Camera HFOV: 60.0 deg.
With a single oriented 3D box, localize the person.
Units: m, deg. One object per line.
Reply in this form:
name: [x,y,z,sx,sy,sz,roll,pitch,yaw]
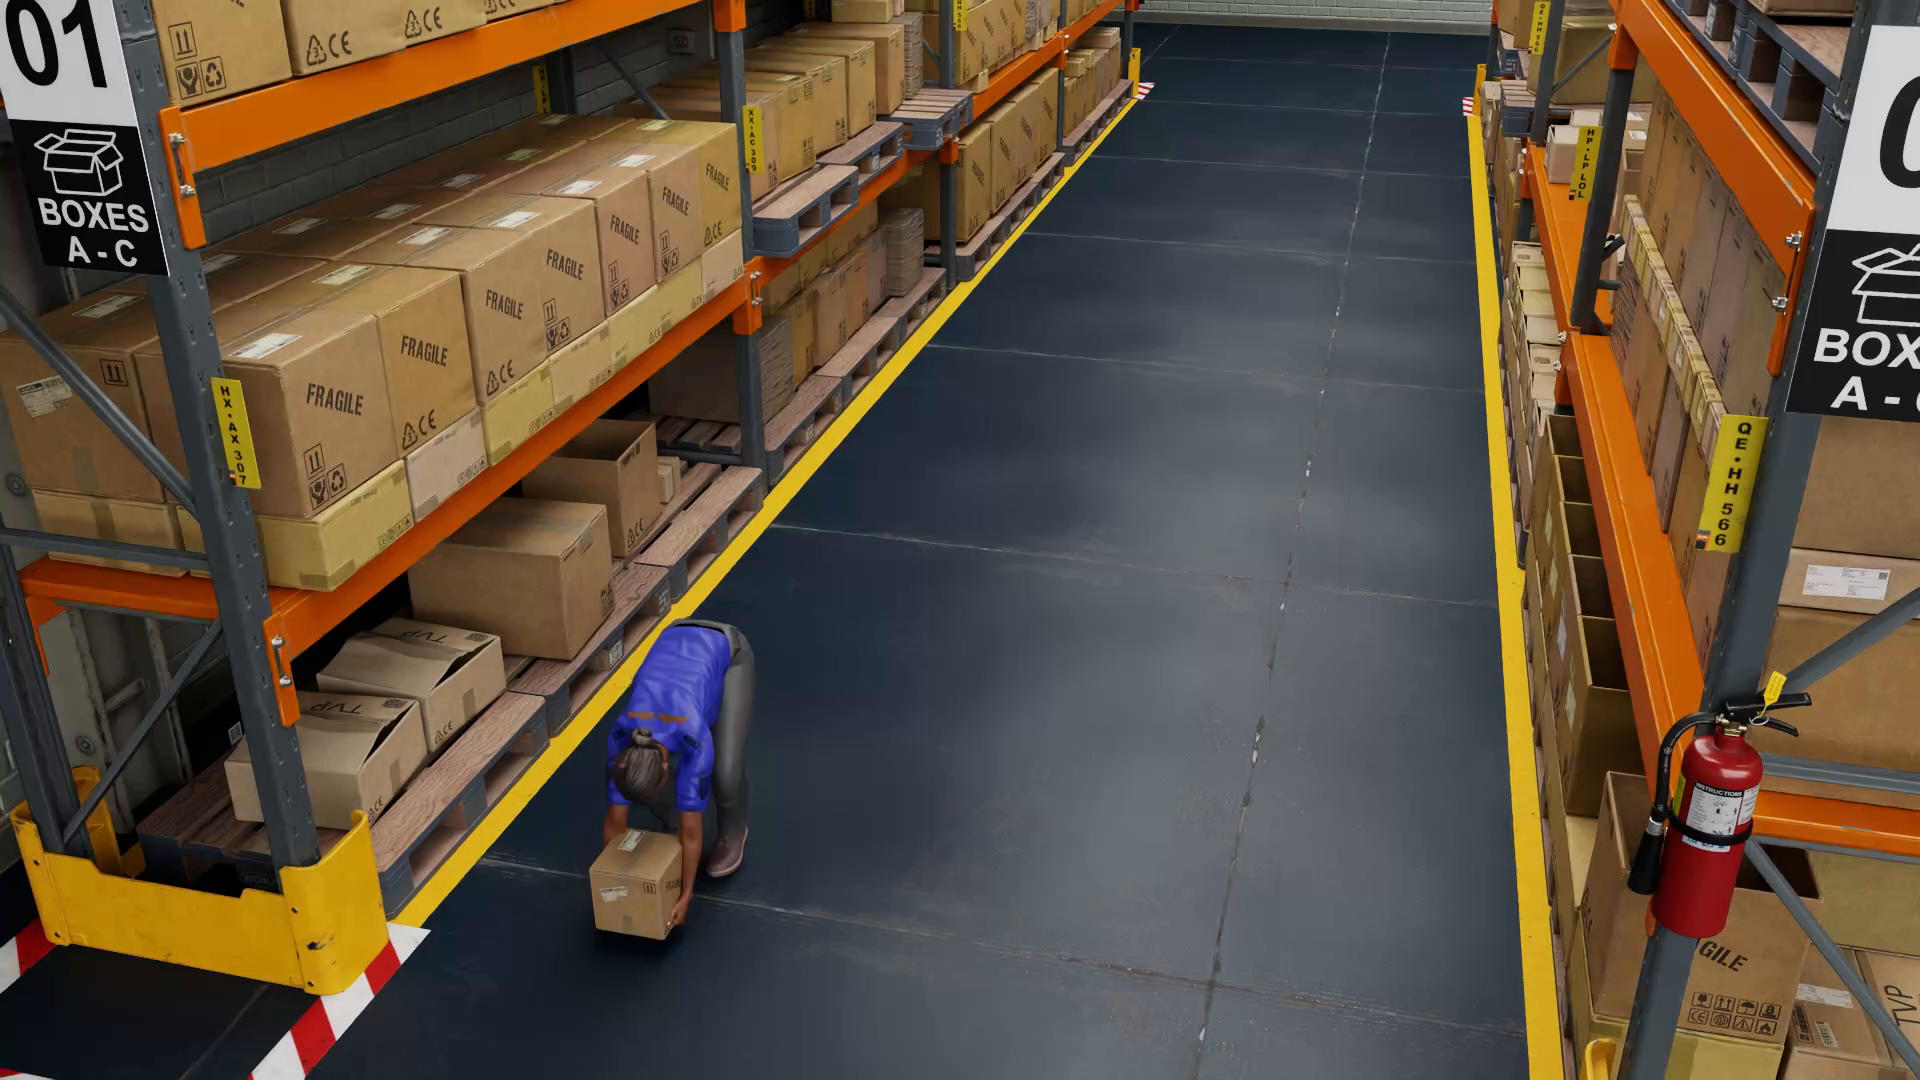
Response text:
person: [-0.979,0.806,5.835,0.443,0.876,0.883,5,26,11]
